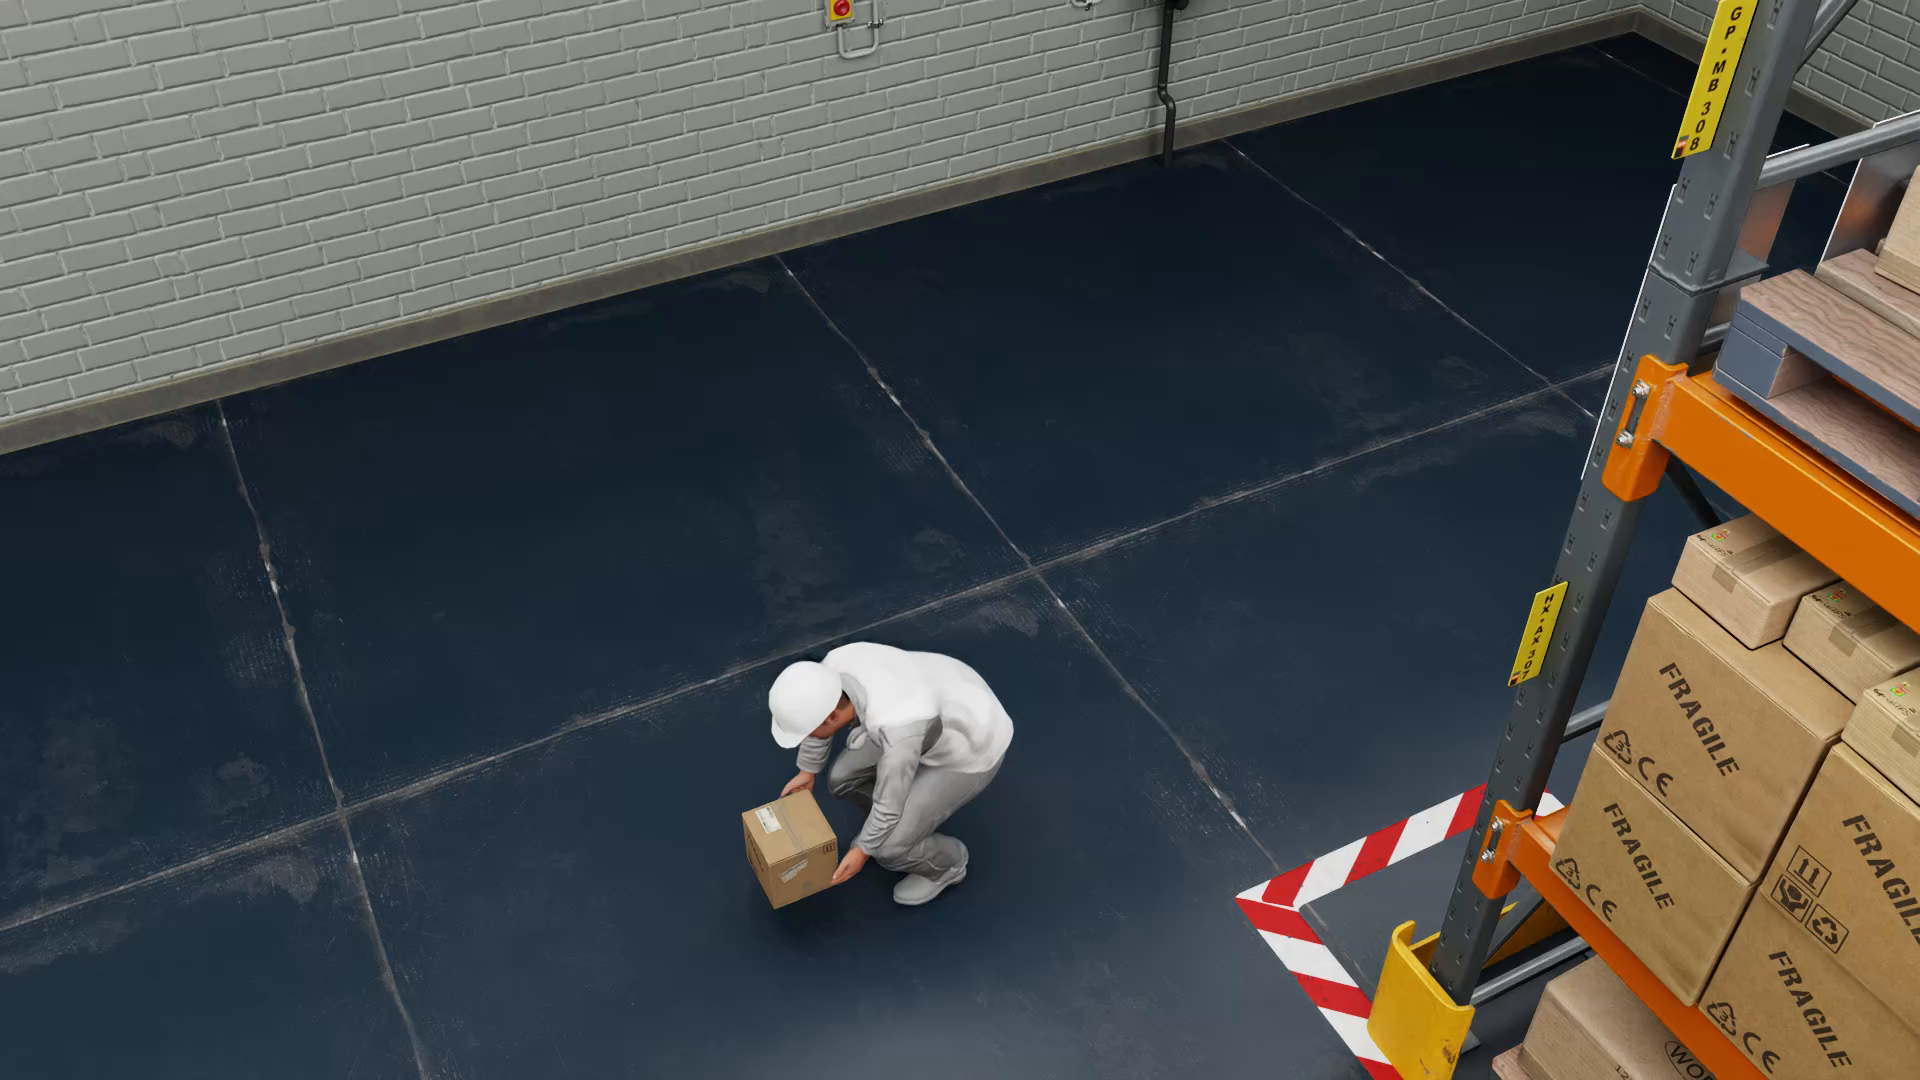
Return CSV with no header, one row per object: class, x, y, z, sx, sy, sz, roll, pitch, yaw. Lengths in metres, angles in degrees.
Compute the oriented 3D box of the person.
person,-0.225,0.767,5.678,0.844,1.222,0.575,-19,44,-20
